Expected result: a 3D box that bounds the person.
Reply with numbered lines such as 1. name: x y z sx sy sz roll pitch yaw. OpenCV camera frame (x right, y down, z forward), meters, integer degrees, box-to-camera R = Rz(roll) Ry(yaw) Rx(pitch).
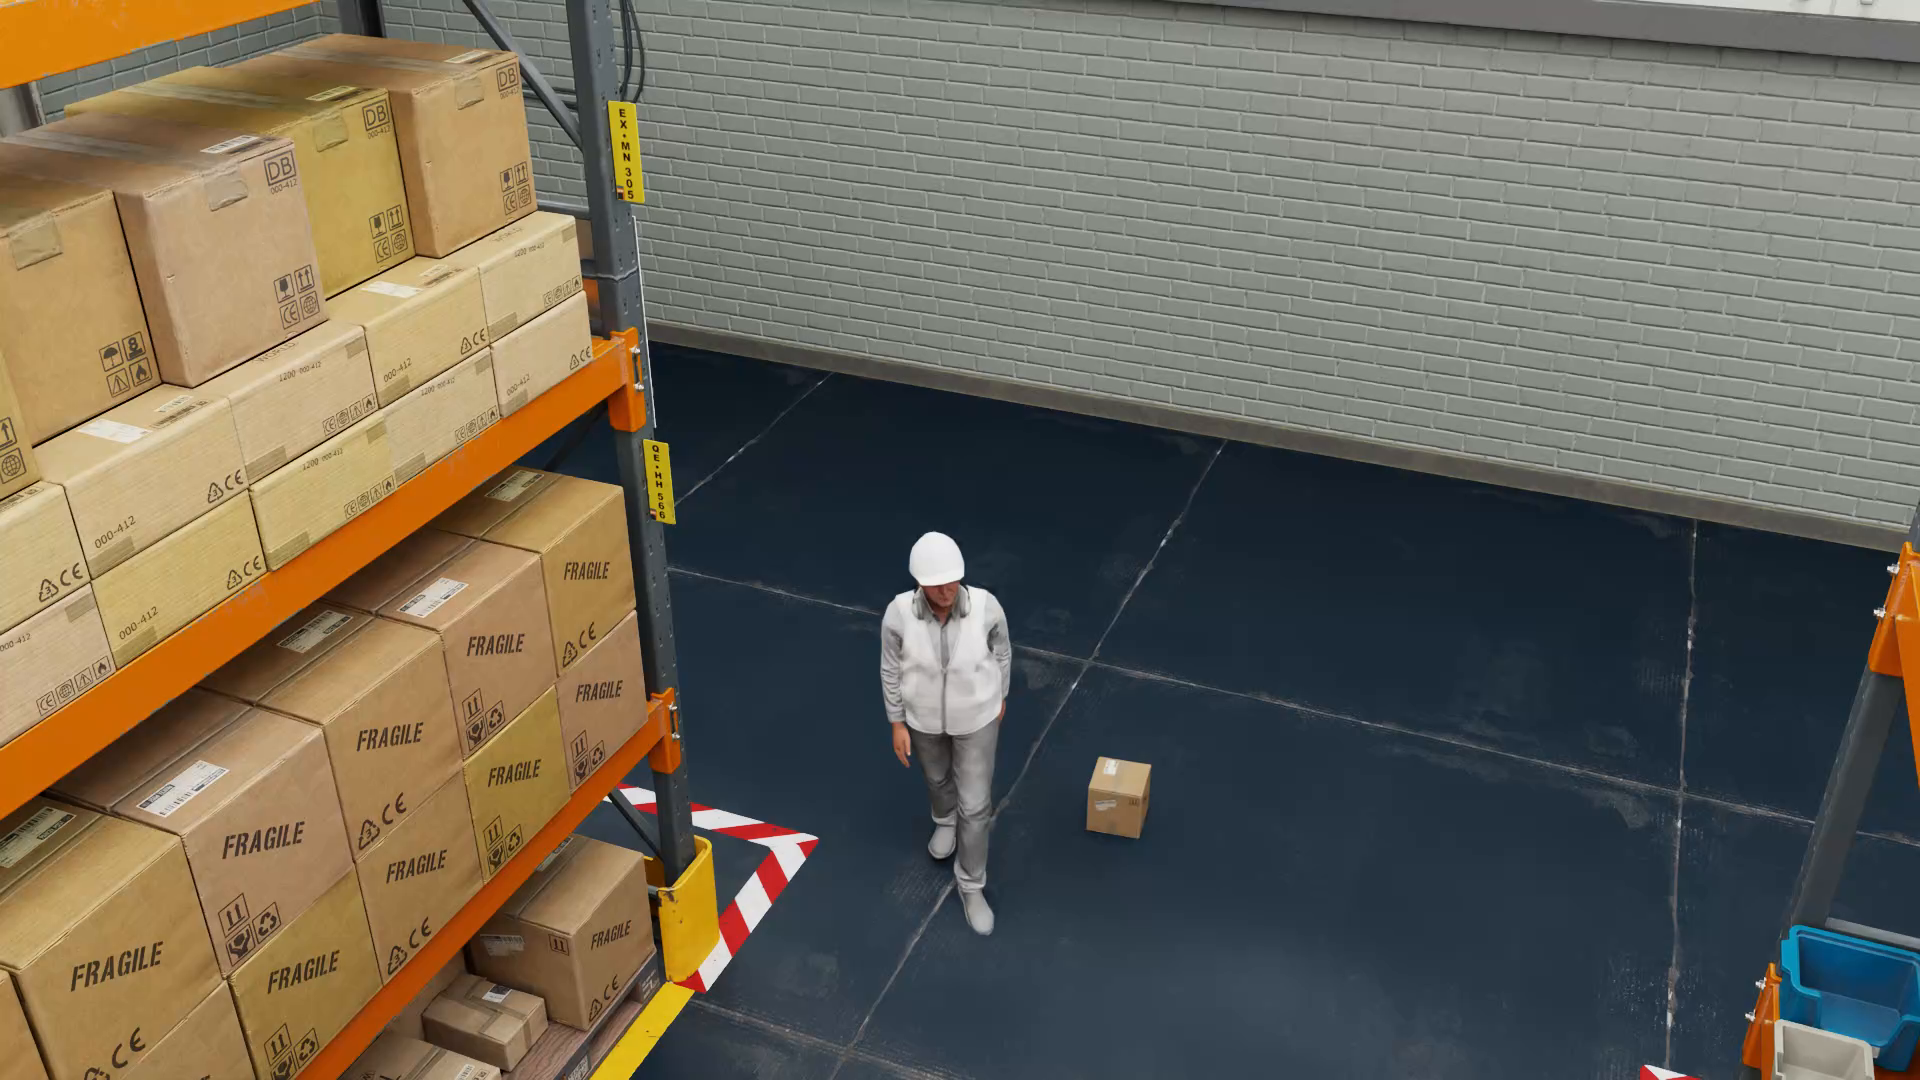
1. person: -0.062 0.745 7.060 0.537 1.788 0.732 4 30 6
